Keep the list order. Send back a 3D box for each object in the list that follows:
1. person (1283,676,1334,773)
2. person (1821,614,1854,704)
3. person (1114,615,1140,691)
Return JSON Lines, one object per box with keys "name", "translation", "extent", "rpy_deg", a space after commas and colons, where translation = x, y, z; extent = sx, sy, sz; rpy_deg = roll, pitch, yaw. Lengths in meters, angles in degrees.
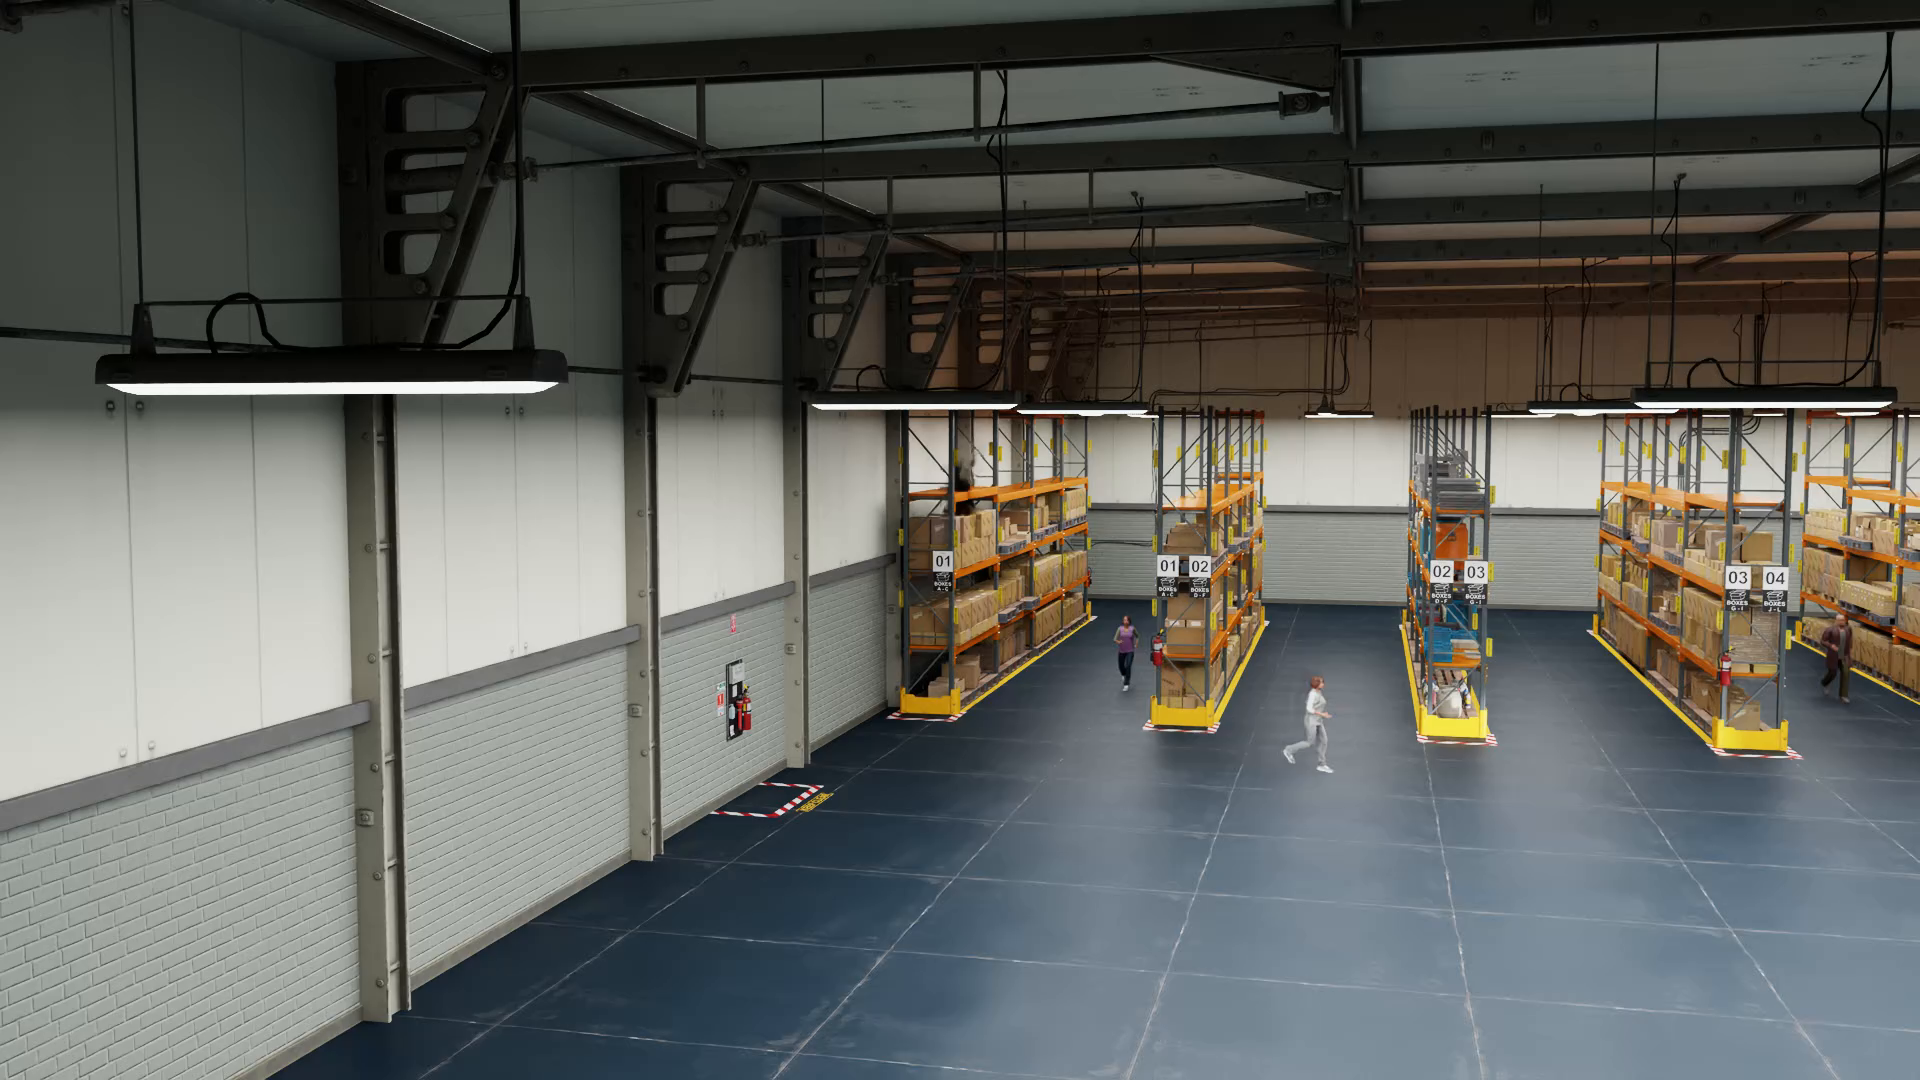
{"name": "person", "translation": [5.703, 2.988, 27.133], "extent": [0.822, 1.582, 0.525], "rpy_deg": [2, 5, 28]}
{"name": "person", "translation": [17.930, 2.392, 34.005], "extent": [0.685, 1.771, 1.042], "rpy_deg": [1, 4, 8]}
{"name": "person", "translation": [3.549, 2.388, 35.422], "extent": [0.548, 1.571, 0.832], "rpy_deg": [1, 4, 12]}
